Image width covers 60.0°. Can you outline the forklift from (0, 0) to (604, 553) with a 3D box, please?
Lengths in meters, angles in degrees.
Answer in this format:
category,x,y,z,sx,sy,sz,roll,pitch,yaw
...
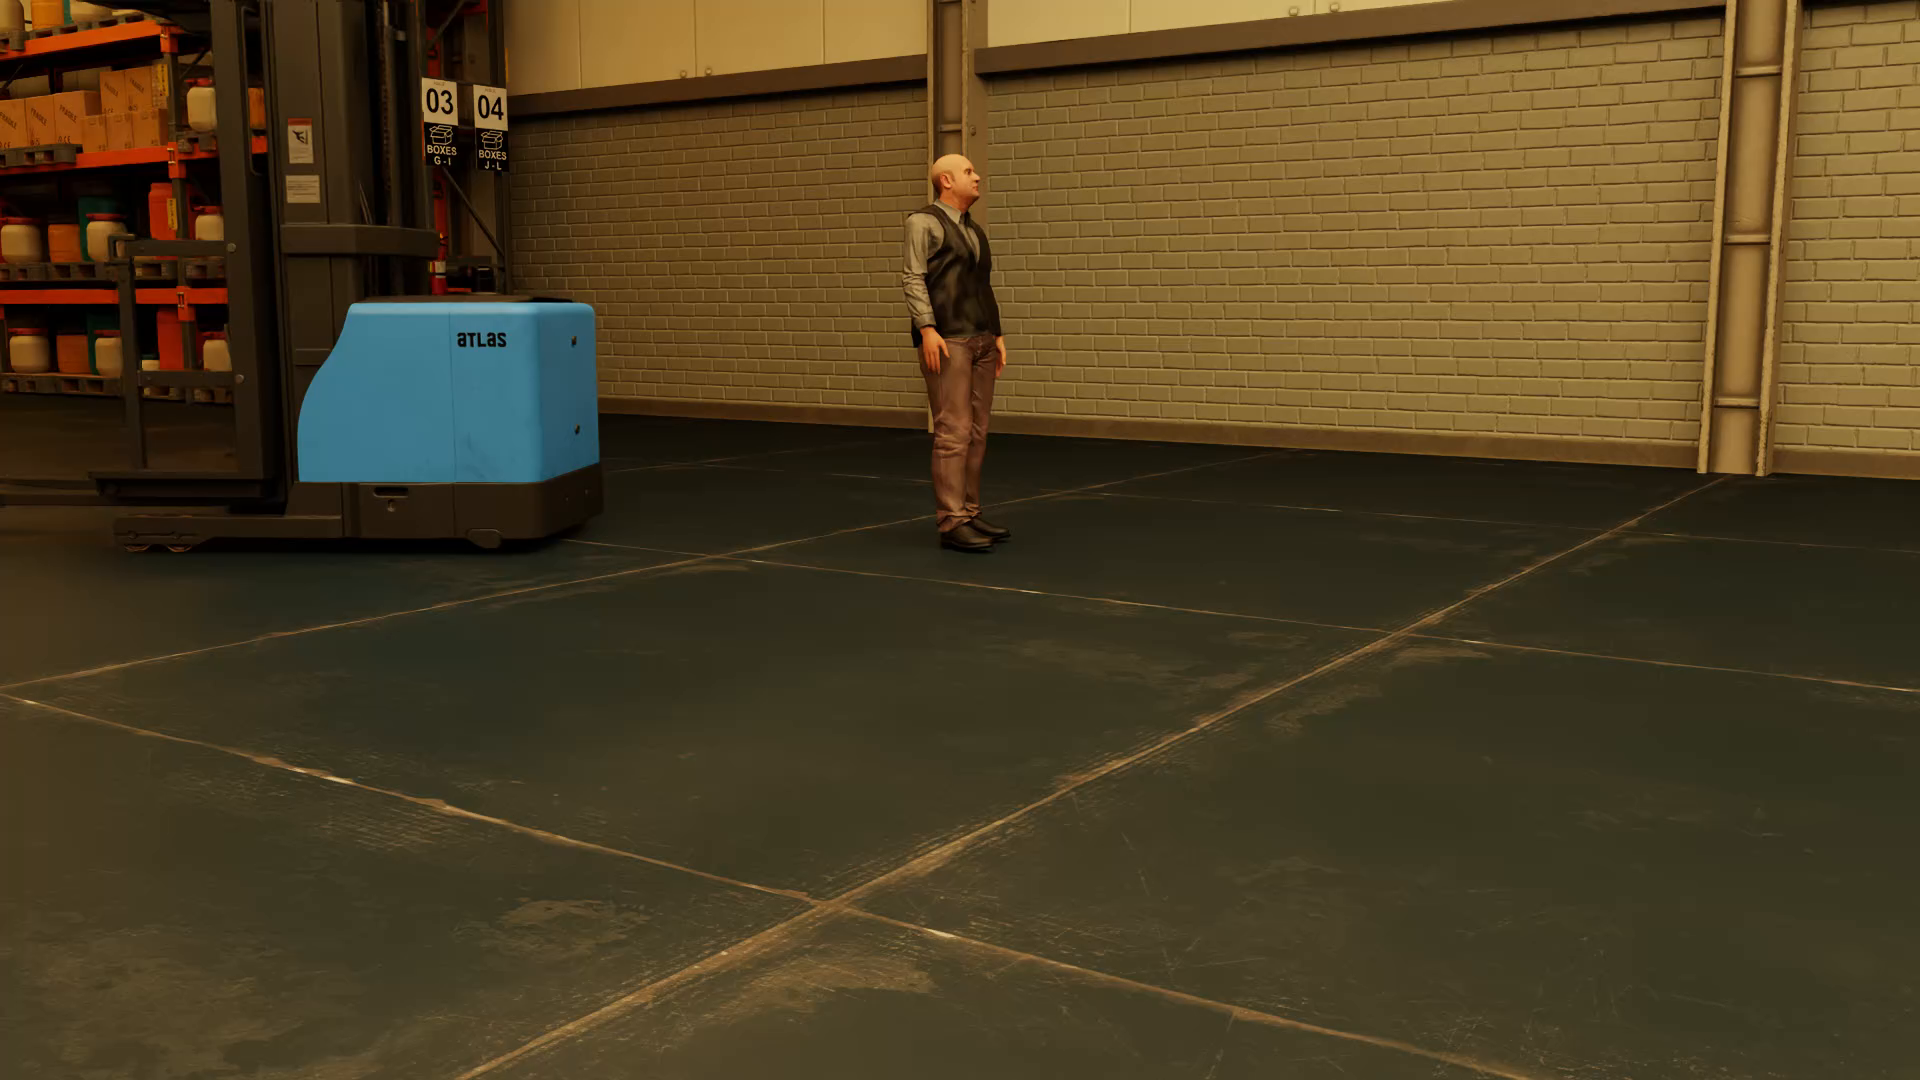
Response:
category,x,y,z,sx,sy,sz,roll,pitch,yaw
forklift,-3.265,-1.470,7.529,3.031,2.935,1.130,1,8,4

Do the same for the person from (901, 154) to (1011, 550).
category,x,y,z,sx,sy,sz,roll,pitch,yaw
person,0.048,-0.853,7.441,0.566,1.722,0.633,5,10,34
